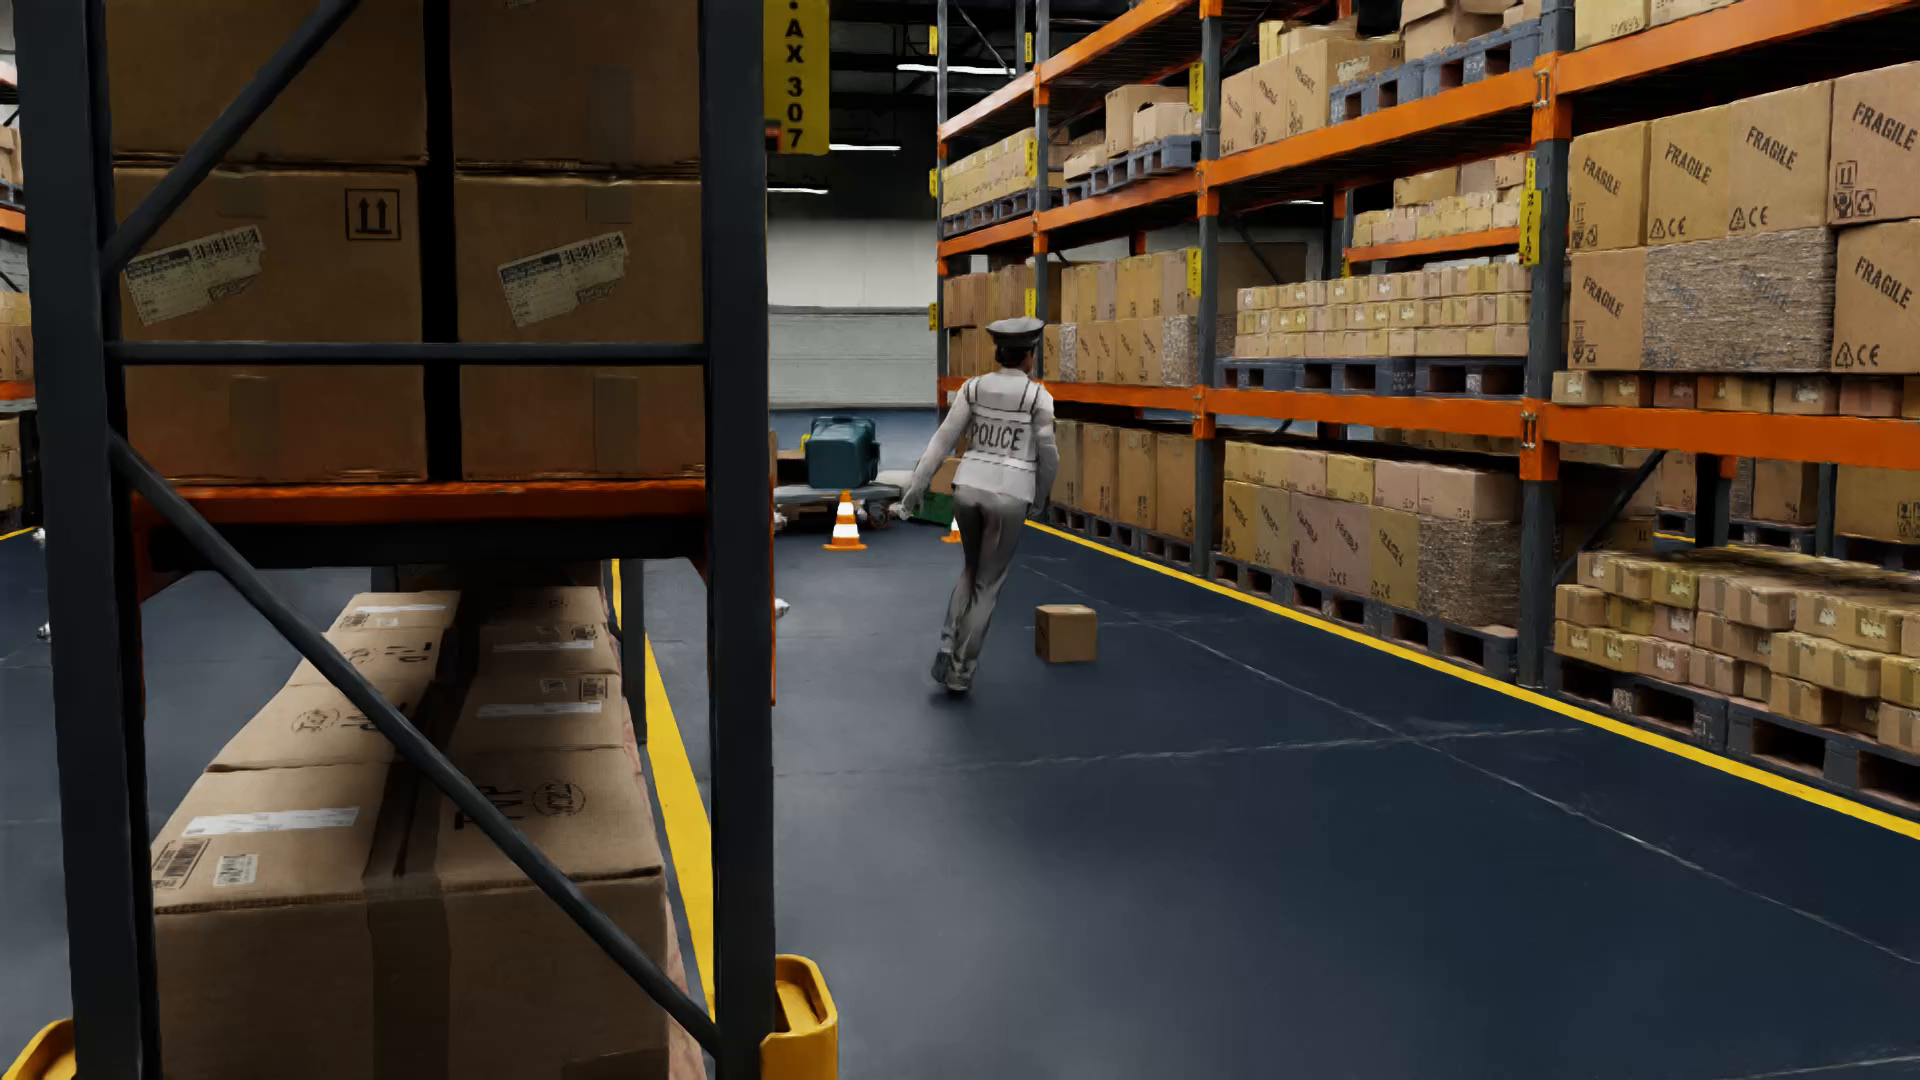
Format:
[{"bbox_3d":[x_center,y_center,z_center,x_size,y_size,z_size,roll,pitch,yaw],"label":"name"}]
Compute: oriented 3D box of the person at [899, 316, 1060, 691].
[{"bbox_3d":[0.121,-0.156,7.420,0.674,1.669,0.488,3,7,23],"label":"person"}]
